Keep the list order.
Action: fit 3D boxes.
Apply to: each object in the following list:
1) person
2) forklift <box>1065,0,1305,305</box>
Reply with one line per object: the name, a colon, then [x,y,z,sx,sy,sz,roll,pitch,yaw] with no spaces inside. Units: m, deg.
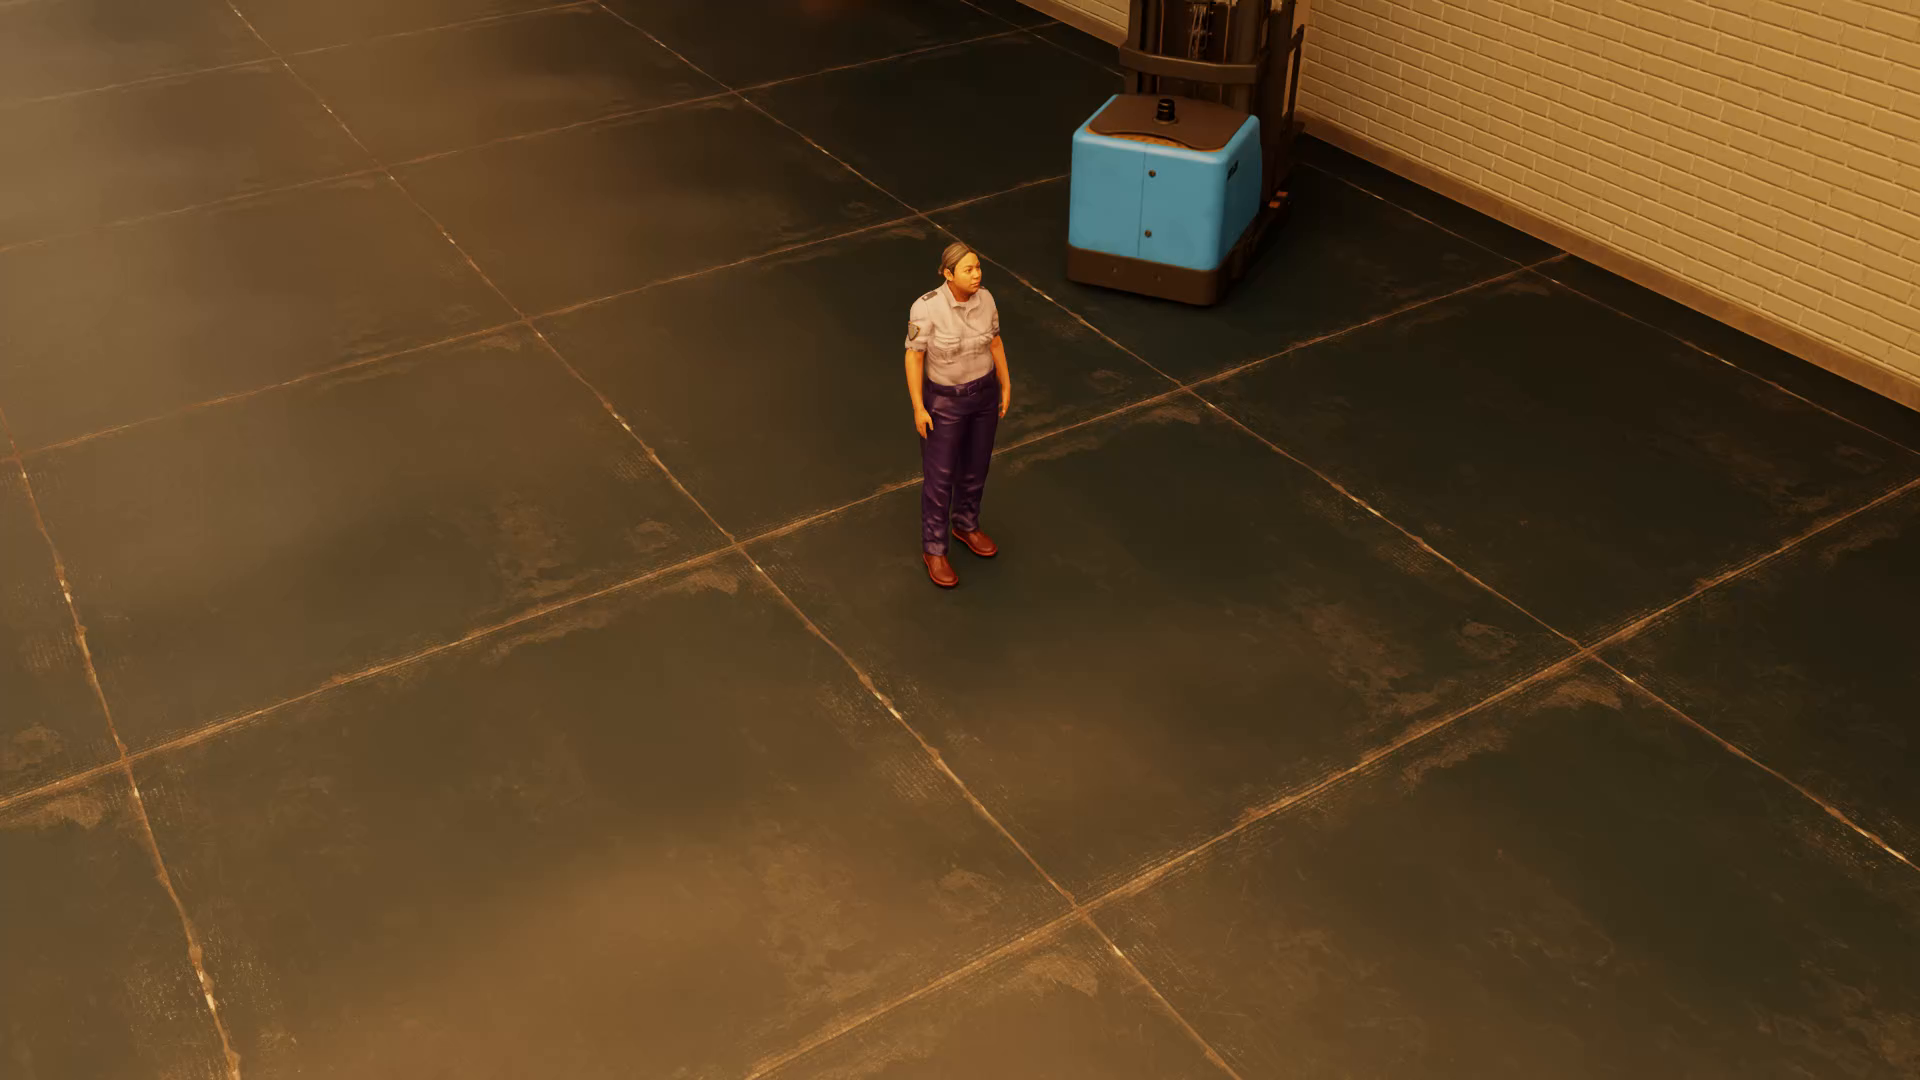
person: [0.030,-0.630,8.148,0.599,1.650,0.503,-21,40,-27]
forklift: [1.757,-3.551,11.201,1.130,2.935,3.031,14,38,19]
